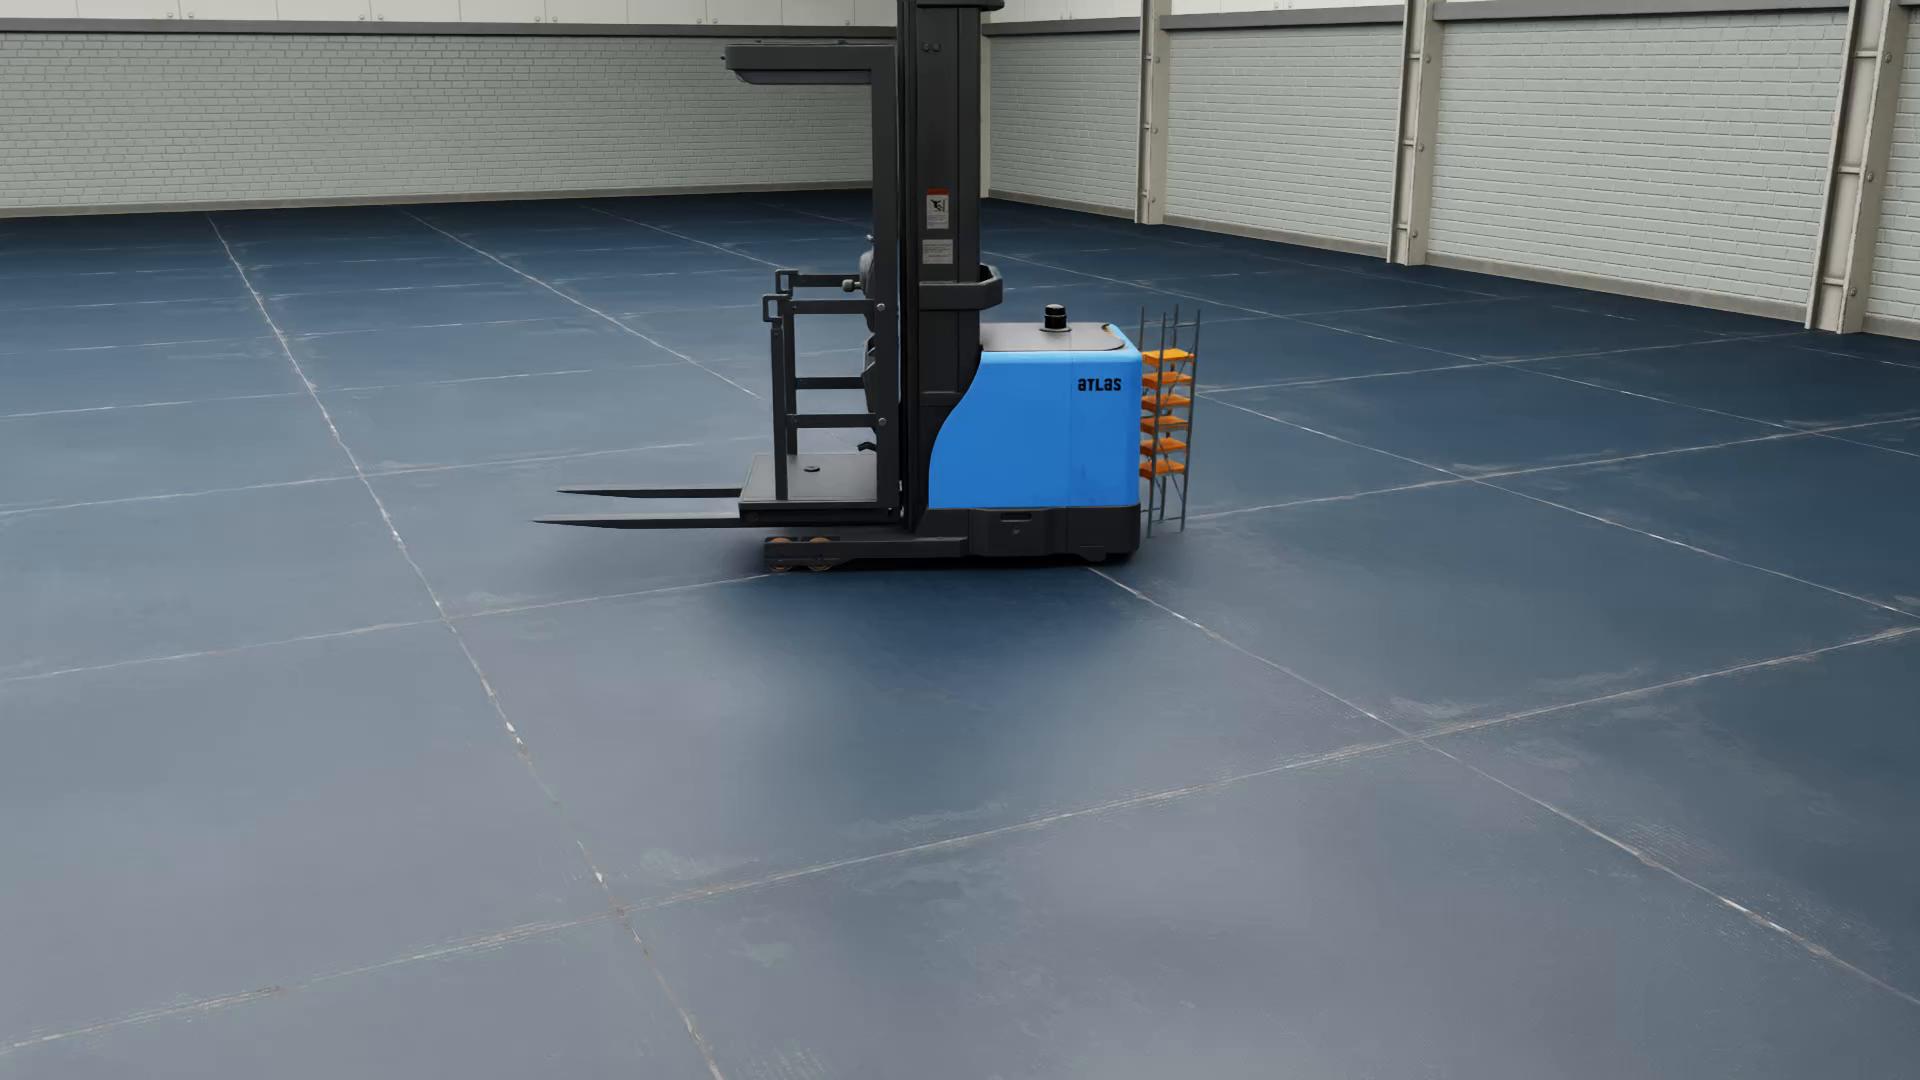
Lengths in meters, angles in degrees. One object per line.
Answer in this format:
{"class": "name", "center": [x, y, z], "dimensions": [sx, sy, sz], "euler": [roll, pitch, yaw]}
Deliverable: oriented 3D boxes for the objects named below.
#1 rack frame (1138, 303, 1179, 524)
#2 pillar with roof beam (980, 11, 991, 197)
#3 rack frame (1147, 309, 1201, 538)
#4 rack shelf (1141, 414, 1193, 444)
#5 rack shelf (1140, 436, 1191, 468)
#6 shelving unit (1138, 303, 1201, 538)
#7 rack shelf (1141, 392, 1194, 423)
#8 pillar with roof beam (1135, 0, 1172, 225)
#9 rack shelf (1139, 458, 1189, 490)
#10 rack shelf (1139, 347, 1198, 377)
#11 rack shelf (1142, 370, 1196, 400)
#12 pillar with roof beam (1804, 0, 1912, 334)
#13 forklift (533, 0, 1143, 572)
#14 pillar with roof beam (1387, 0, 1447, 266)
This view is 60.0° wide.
{"class": "rack frame", "center": [1.020, -0.649, 8.803], "dimensions": [0.240, 1.200, 0.006], "euler": [-9, 21, -29]}
{"class": "pillar with roof beam", "center": [-3.534, -10.248, 28.148], "dimensions": [9.100, 9.000, 0.400], "euler": [-8, 18, -25]}
{"class": "rack frame", "center": [1.111, -0.597, 8.653], "dimensions": [0.240, 1.200, 0.006], "euler": [-9, 21, -29]}
{"class": "rack shelf", "center": [1.064, -0.581, 8.742], "dimensions": [0.258, 0.103, 0.180], "euler": [-9, 21, -29]}
{"class": "rack shelf", "center": [1.060, -0.467, 8.779], "dimensions": [0.258, 0.103, 0.180], "euler": [-9, 21, -29]}
{"class": "shelving unit", "center": [1.065, -0.623, 8.728], "dimensions": [0.258, 1.200, 0.189], "euler": [-9, 21, -29]}
{"class": "rack shelf", "center": [1.068, -0.695, 8.704], "dimensions": [0.258, 0.103, 0.180], "euler": [-9, 21, -29]}
{"class": "pillar with roof beam", "center": [-0.905, -8.760, 22.964], "dimensions": [9.100, 9.000, 0.400], "euler": [-8, 18, -25]}
{"class": "rack shelf", "center": [1.056, -0.353, 8.816], "dimensions": [0.258, 0.103, 0.180], "euler": [-9, 21, -29]}
{"class": "rack shelf", "center": [1.075, -0.923, 8.630], "dimensions": [0.258, 0.103, 0.180], "euler": [-9, 21, -29]}
{"class": "rack shelf", "center": [1.071, -0.809, 8.667], "dimensions": [0.258, 0.103, 0.180], "euler": [-9, 21, -29]}
{"class": "pillar with roof beam", "center": [4.352, -5.785, 12.595], "dimensions": [9.100, 9.000, 0.400], "euler": [-8, 18, -25]}
{"class": "forklift", "center": [-0.630, -1.401, 8.319], "dimensions": [3.031, 2.935, 1.130], "euler": [-1, 16, -3]}
{"class": "pillar with roof beam", "center": [1.723, -7.273, 17.780], "dimensions": [9.100, 9.000, 0.400], "euler": [-8, 18, -25]}
